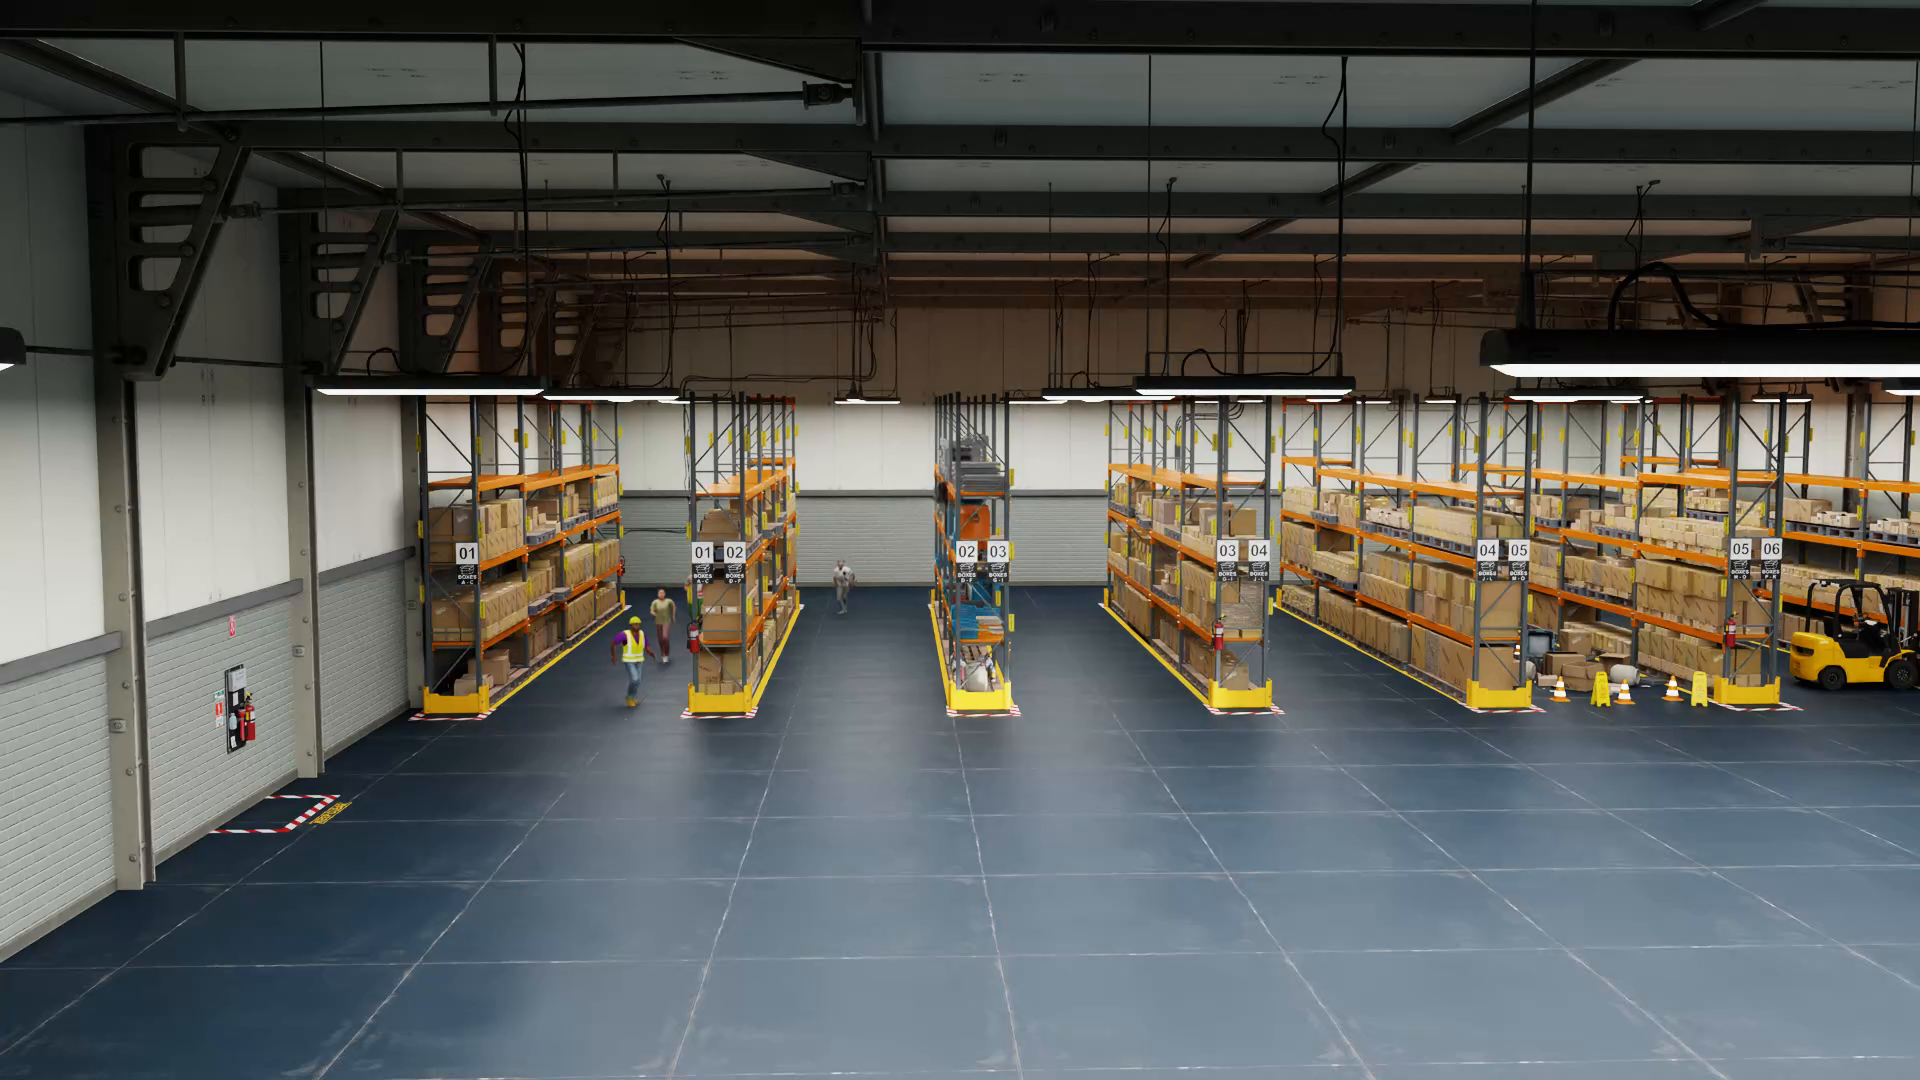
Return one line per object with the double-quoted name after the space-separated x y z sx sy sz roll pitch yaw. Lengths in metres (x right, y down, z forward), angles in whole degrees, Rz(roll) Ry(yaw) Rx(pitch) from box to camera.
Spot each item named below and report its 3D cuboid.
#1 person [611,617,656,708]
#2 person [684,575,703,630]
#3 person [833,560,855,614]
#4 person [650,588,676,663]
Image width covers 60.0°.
-6.205 2.326 31.656 0.690 1.742 0.776 -4 6 -42 "person"
-6.660 1.480 42.068 0.652 1.744 0.591 0 5 -4 "person"
-3.207 1.286 45.963 0.575 1.534 0.792 1 5 8 "person"
-6.664 1.907 37.274 0.519 1.691 0.781 0 5 1 "person"
